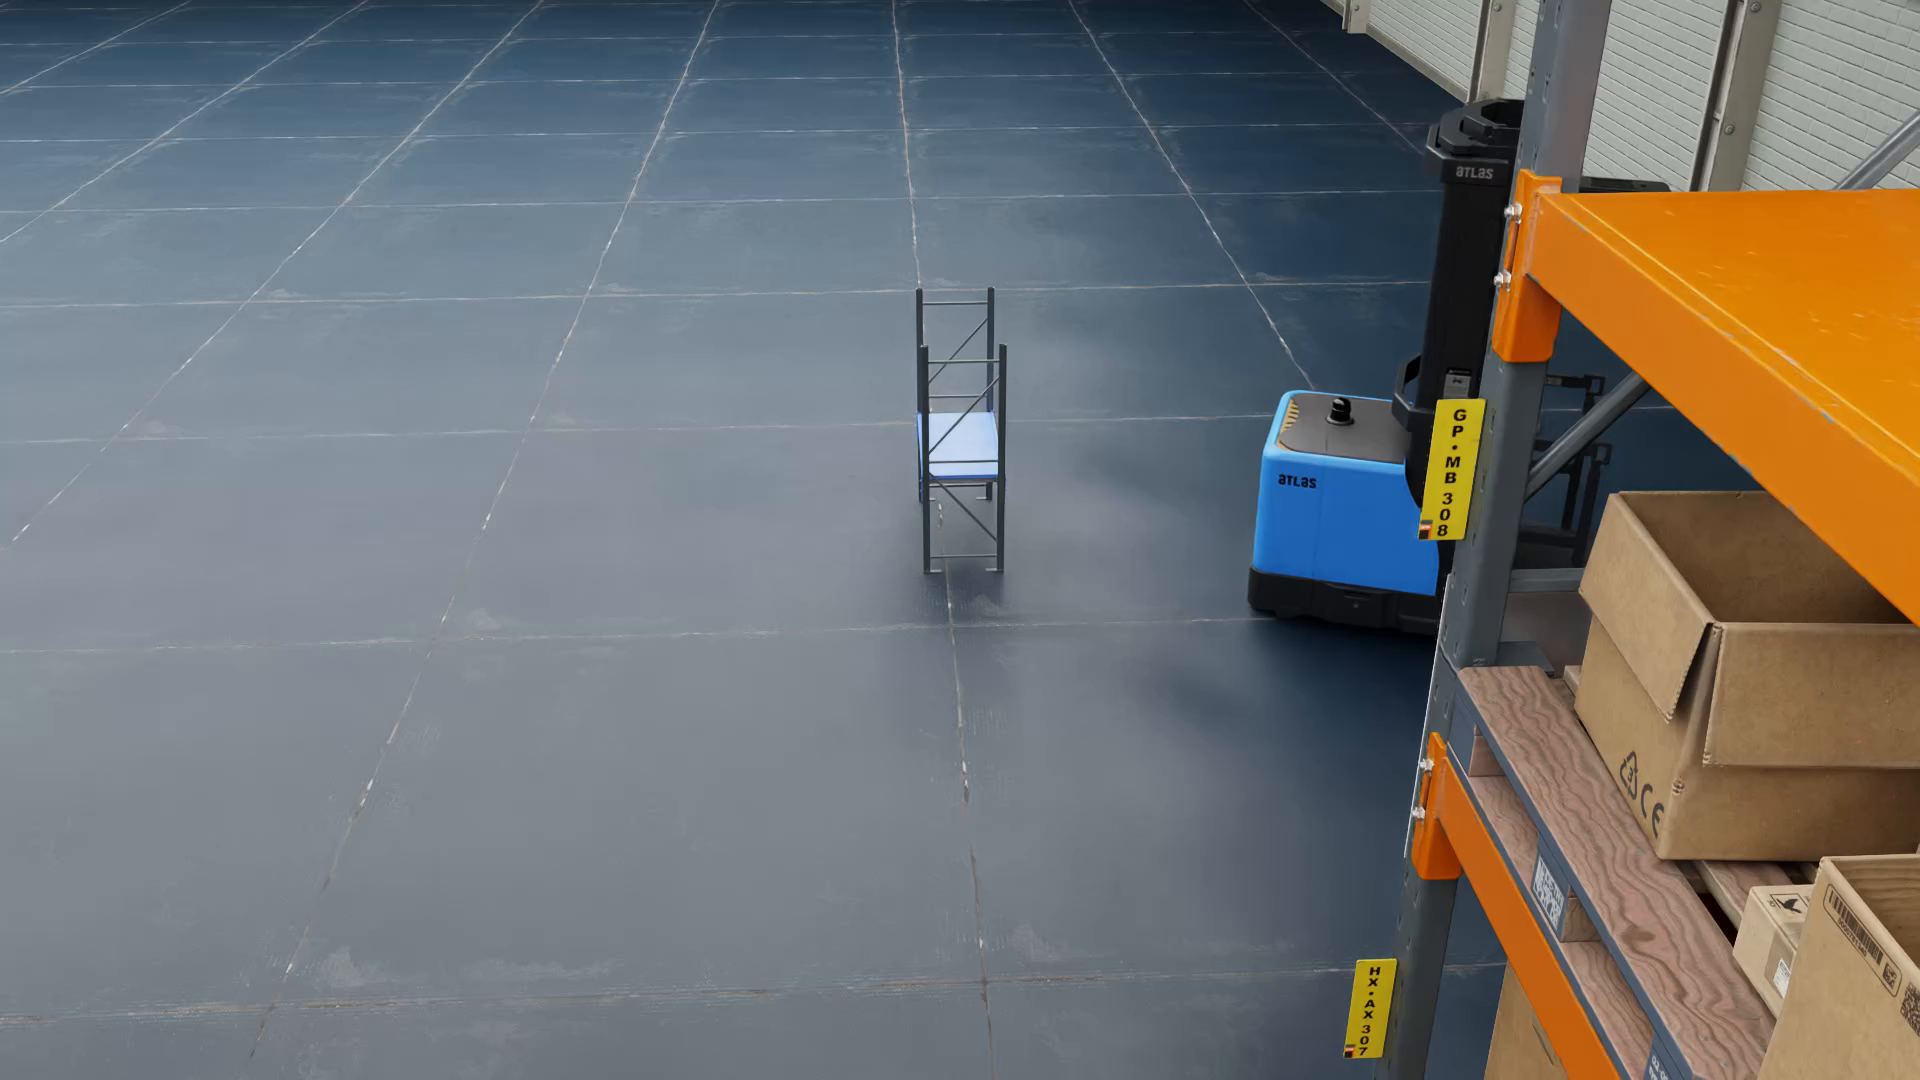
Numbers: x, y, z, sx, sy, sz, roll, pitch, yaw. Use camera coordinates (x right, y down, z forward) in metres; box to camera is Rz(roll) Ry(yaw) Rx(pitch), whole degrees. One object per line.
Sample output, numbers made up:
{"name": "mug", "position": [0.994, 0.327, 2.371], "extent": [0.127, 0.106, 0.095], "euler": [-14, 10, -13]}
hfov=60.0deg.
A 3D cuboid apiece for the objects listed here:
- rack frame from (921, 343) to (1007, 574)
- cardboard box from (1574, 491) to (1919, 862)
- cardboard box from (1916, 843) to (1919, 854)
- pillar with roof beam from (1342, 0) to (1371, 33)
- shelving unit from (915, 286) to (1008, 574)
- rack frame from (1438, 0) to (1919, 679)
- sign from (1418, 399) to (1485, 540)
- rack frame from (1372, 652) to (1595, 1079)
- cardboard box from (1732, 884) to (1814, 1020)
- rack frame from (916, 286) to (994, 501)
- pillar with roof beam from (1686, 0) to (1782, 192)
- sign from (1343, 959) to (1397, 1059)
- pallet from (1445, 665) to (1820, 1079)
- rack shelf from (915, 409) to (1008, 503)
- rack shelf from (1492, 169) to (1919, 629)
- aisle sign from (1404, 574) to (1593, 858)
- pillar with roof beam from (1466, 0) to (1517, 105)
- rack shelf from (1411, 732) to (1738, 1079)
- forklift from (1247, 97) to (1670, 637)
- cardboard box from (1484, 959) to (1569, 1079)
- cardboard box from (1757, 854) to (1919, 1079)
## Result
{"name": "rack frame", "position": [0.022, -0.470, 10.029], "extent": [0.500, 1.500, 0.032], "euler": [-1, 28, -3]}
{"name": "cardboard box", "position": [1.617, 0.238, 3.090], "extent": [0.797, 0.503, 0.637], "euler": [0, 28, 1]}
{"name": "cardboard box", "position": [1.914, 0.610, 2.650], "extent": [0.500, 0.250, 0.500], "euler": [-1, 28, -3]}
{"name": "pillar with roof beam", "position": [1.886, -11.862, 23.763], "extent": [9.100, 9.000, 0.400], "euler": [-1, 28, -3]}
{"name": "shelving unit", "position": [-0.004, -0.704, 10.479], "extent": [0.538, 1.500, 1.048], "euler": [-1, 28, -3]}
{"name": "rack frame", "position": [1.591, -1.064, 3.059], "extent": [1.000, 3.000, 0.127], "euler": [-1, 28, -3]}
{"name": "sign", "position": [1.036, -0.146, 3.511], "extent": [0.100, 0.325, 0.005], "euler": [-1, 28, -3]}
{"name": "rack frame", "position": [1.591, 1.596, 4.446], "extent": [1.000, 3.000, 0.127], "euler": [-1, 28, -3]}
{"name": "cardboard box", "position": [1.476, 0.677, 2.631], "extent": [0.380, 0.149, 0.250], "euler": [-1, 28, -3]}
{"name": "rack frame", "position": [-0.031, -0.939, 10.929], "extent": [0.500, 1.500, 0.032], "euler": [-1, 28, -3]}
{"name": "pillar with roof beam", "position": [2.512, -6.320, 13.137], "extent": [9.100, 9.000, 0.400], "euler": [-1, 28, -3]}
{"name": "sign", "position": [1.036, 1.188, 4.207], "extent": [0.100, 0.325, 0.005], "euler": [-1, 28, -3]}
{"name": "pallet", "position": [1.602, 0.633, 3.145], "extent": [1.003, 0.211, 1.213], "euler": [-1, 28, -3]}
{"name": "rack shelf", "position": [-0.004, -0.545, 10.562], "extent": [0.538, 0.185, 1.000], "euler": [-1, 28, -3]}
{"name": "rack shelf", "position": [1.695, 0.356, 1.547], "extent": [1.077, 0.370, 4.000], "euler": [-1, 28, -3]}
{"name": "aisle sign", "position": [1.282, 0.421, 3.889], "extent": [0.394, 0.787, 0.004], "euler": [-1, 28, -3]}
{"name": "pillar with roof beam", "position": [2.199, -9.091, 18.450], "extent": [9.100, 9.000, 0.400], "euler": [-1, 28, -3]}
{"name": "rack shelf", "position": [1.695, 1.509, 2.148], "extent": [1.077, 0.370, 4.000], "euler": [-1, 28, -3]}
{"name": "forklift", "position": [3.285, -0.871, 9.250], "extent": [3.031, 2.935, 1.130], "euler": [8, 29, 15]}
{"name": "cardboard box", "position": [1.605, 1.217, 3.662], "extent": [0.700, 0.500, 0.500], "euler": [-1, 28, -2]}
{"name": "cardboard box", "position": [1.405, 0.747, 2.116], "extent": [0.500, 0.500, 0.500], "euler": [-1, 28, -3]}
